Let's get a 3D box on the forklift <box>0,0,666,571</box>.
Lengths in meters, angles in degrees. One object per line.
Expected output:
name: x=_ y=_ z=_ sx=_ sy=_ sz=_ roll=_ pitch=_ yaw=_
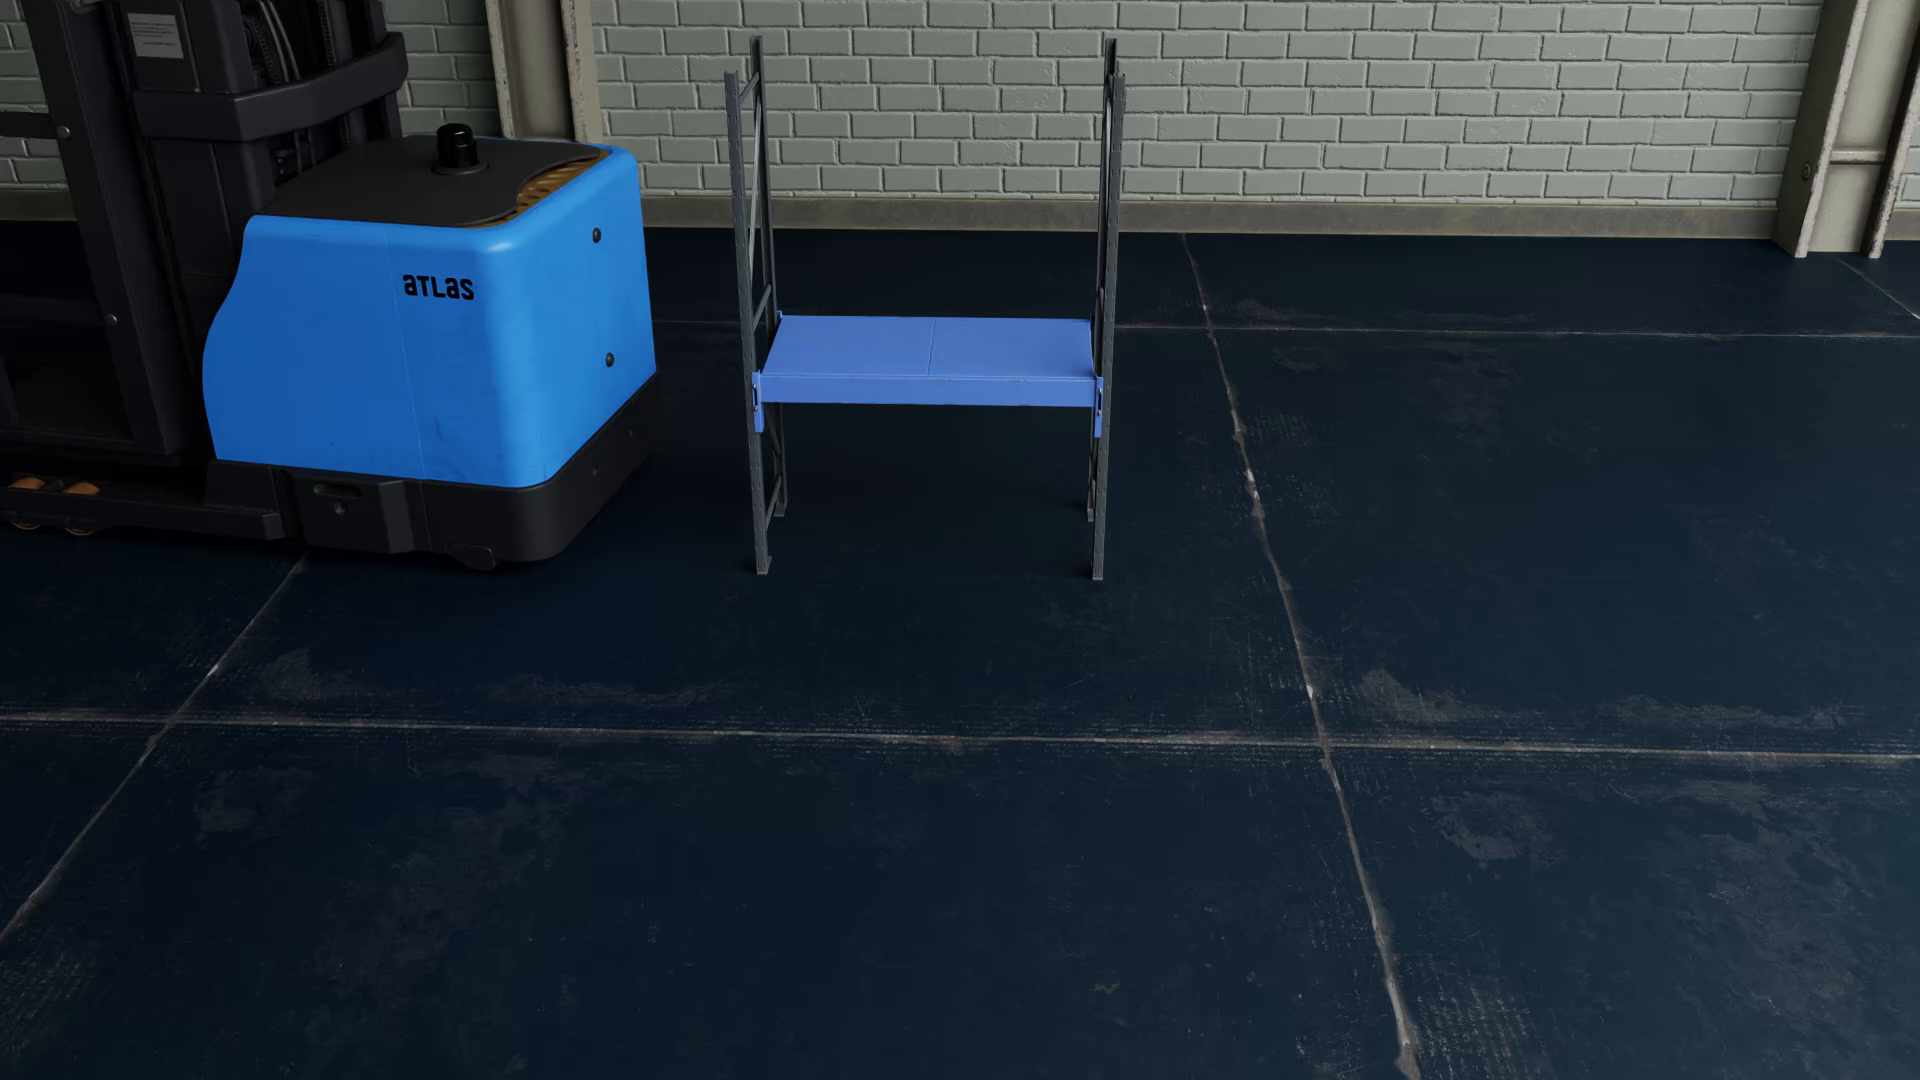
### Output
forklift: x=-2.594 y=-1.543 z=5.031 sx=3.031 sy=2.935 sz=1.130 roll=6 pitch=28 yaw=11

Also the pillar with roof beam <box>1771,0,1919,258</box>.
pillar with roof beam: x=3.930 y=-3.345 z=1.952 sx=0.400 sy=9.000 sz=9.100 roll=1 pitch=28 yaw=2

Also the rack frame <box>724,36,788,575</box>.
rack frame: x=-0.593 y=-0.672 z=4.917 sx=0.032 sy=1.500 sz=0.500 roll=1 pitch=28 yaw=2

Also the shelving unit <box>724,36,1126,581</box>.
shelving unit: x=-0.085 y=-0.664 z=4.901 sx=1.048 sy=1.500 sz=0.538 roll=1 pitch=28 yaw=2

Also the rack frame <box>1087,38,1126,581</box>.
rack frame: x=0.423 y=-0.656 z=4.886 sx=0.032 sy=1.500 sz=0.500 roll=1 pitch=28 yaw=2

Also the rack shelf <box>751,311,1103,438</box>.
rack shelf: x=-0.085 y=-0.505 z=4.986 sx=1.000 sy=0.185 sz=0.538 roll=1 pitch=28 yaw=2

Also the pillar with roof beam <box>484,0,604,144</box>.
pillar with roof beam: x=-2.067 y=-3.444 z=2.139 sx=0.400 sy=9.000 sz=9.100 roll=1 pitch=28 yaw=2
